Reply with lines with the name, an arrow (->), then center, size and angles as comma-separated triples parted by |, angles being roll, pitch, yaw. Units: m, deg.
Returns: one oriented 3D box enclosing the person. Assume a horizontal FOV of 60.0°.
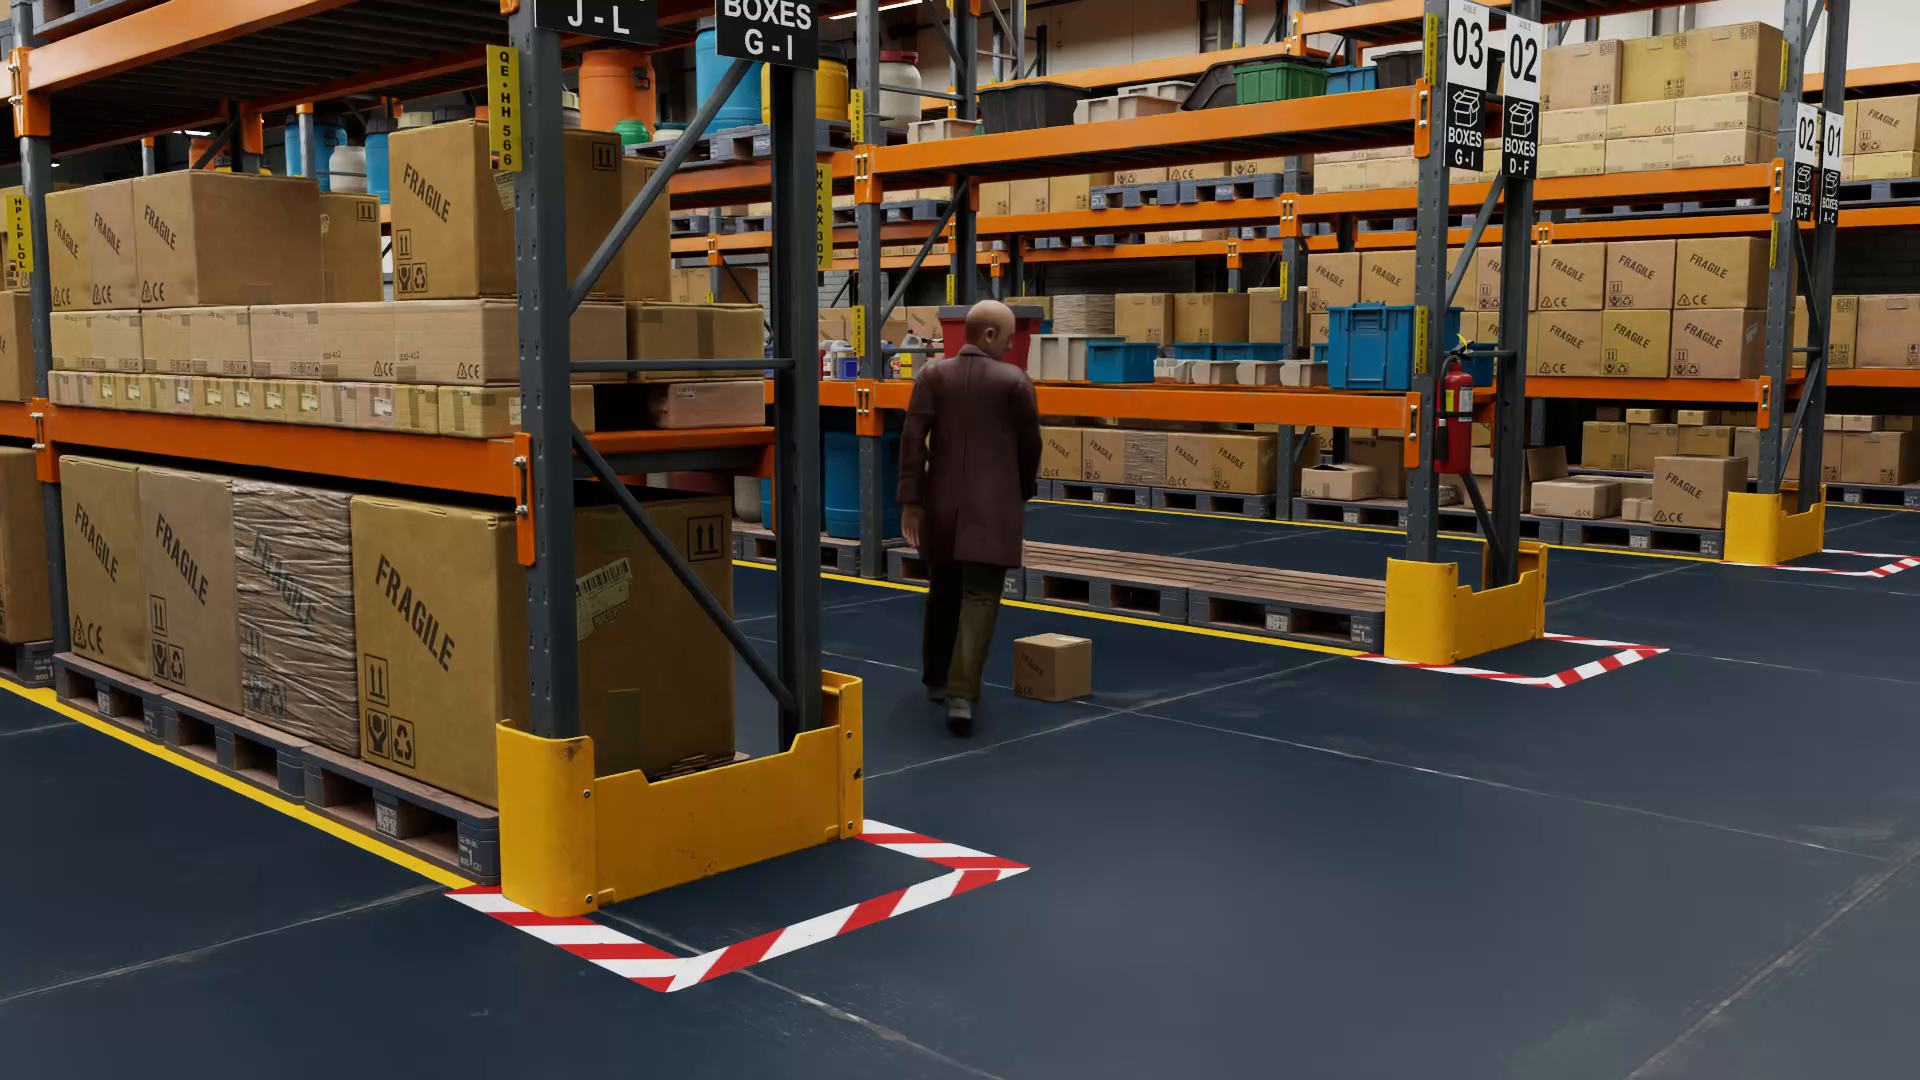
person -> 0.041, -0.143, 6.987 | 0.601, 1.717, 0.901 | 3, 7, 23
